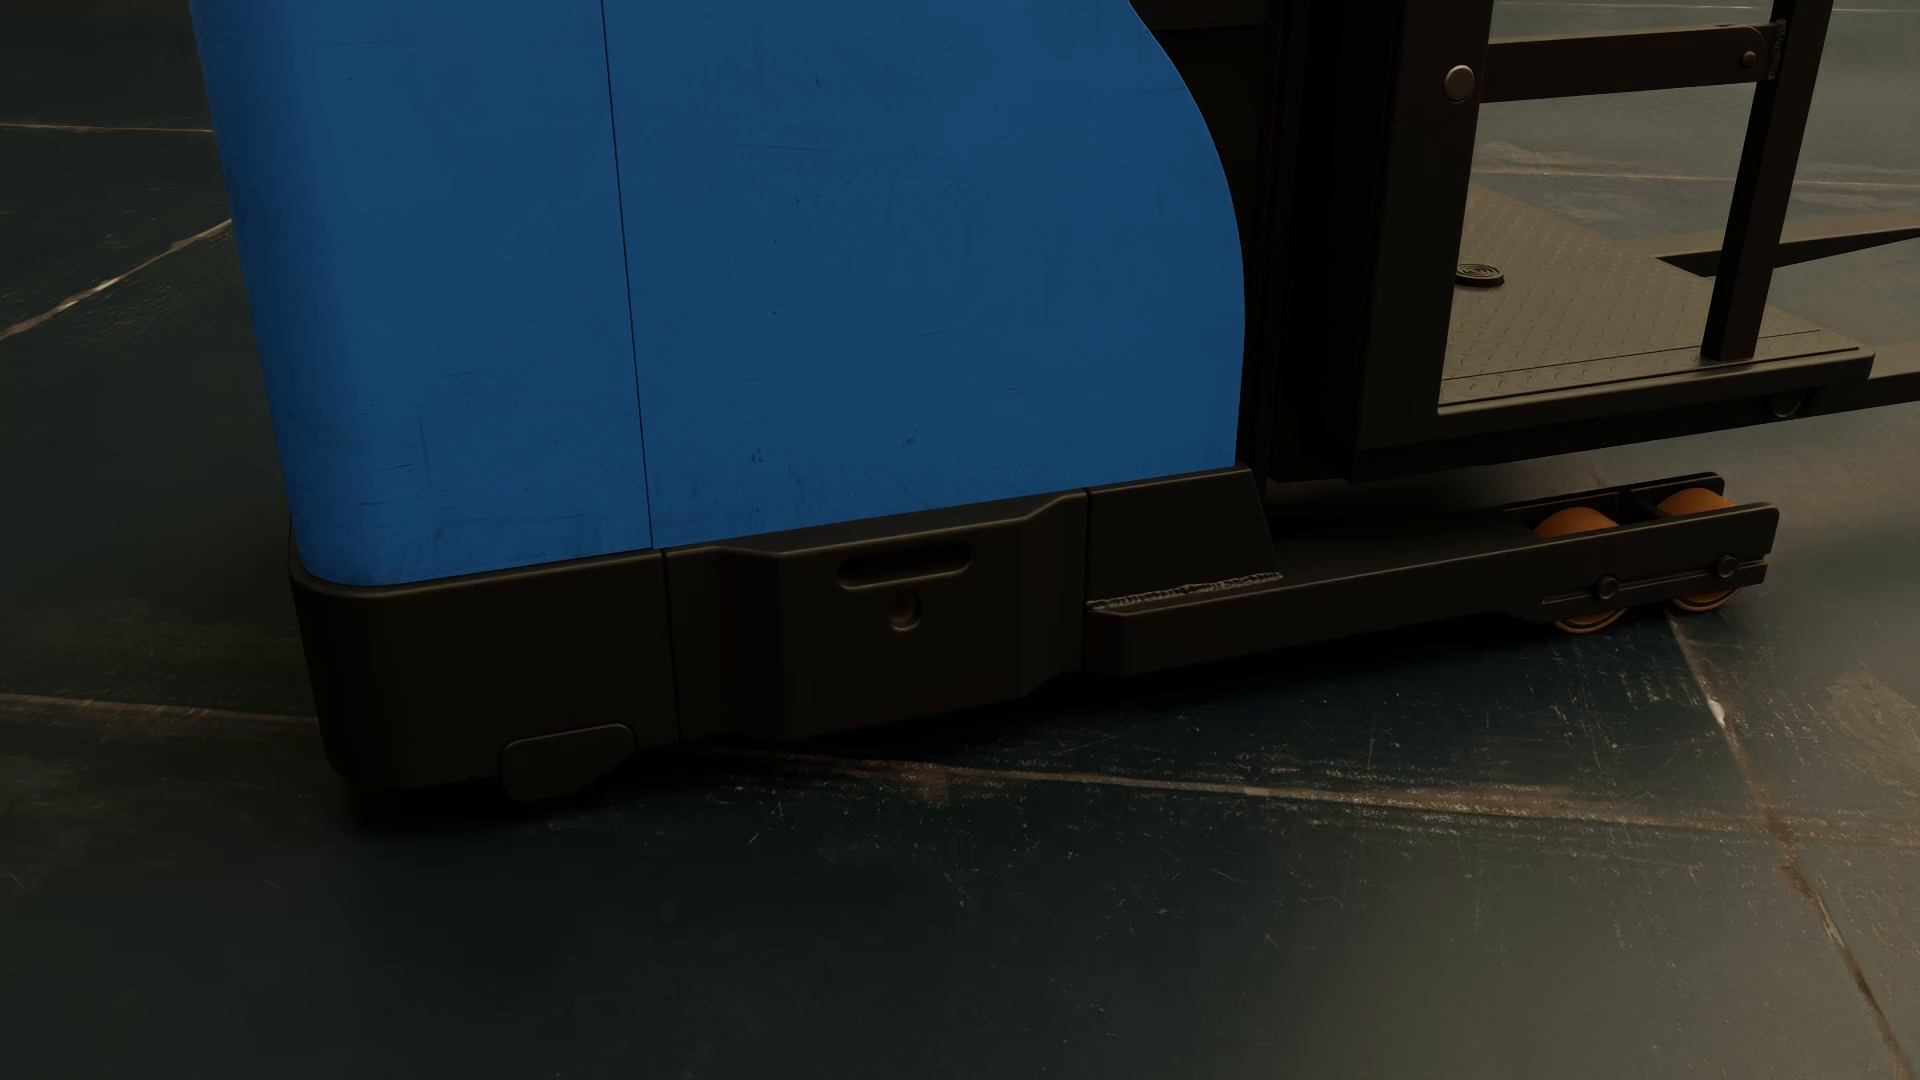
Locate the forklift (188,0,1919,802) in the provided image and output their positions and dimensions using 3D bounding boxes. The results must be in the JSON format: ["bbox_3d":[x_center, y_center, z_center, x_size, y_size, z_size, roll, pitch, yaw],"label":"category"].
[{"bbox_3d":[0.594,-1.400,2.024,3.031,2.935,1.130,-8,28,-17],"label":"forklift"}]
